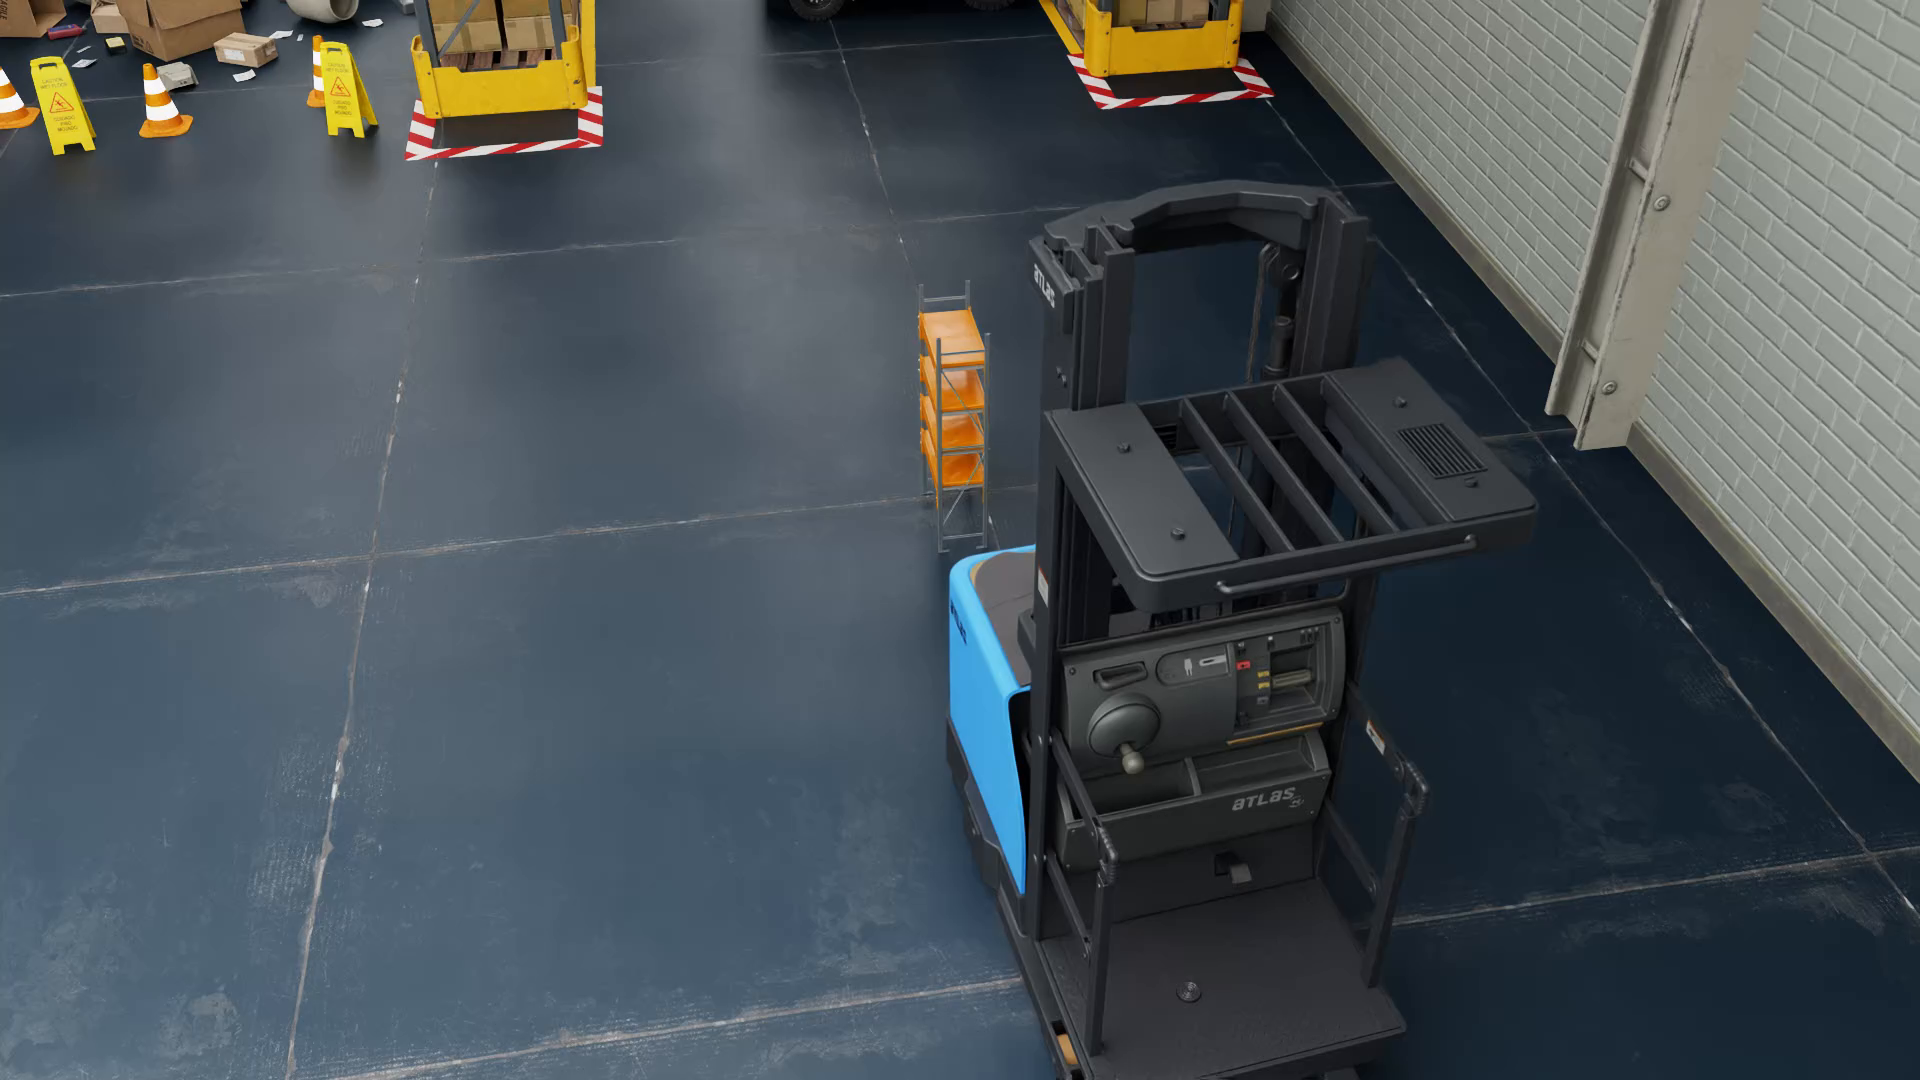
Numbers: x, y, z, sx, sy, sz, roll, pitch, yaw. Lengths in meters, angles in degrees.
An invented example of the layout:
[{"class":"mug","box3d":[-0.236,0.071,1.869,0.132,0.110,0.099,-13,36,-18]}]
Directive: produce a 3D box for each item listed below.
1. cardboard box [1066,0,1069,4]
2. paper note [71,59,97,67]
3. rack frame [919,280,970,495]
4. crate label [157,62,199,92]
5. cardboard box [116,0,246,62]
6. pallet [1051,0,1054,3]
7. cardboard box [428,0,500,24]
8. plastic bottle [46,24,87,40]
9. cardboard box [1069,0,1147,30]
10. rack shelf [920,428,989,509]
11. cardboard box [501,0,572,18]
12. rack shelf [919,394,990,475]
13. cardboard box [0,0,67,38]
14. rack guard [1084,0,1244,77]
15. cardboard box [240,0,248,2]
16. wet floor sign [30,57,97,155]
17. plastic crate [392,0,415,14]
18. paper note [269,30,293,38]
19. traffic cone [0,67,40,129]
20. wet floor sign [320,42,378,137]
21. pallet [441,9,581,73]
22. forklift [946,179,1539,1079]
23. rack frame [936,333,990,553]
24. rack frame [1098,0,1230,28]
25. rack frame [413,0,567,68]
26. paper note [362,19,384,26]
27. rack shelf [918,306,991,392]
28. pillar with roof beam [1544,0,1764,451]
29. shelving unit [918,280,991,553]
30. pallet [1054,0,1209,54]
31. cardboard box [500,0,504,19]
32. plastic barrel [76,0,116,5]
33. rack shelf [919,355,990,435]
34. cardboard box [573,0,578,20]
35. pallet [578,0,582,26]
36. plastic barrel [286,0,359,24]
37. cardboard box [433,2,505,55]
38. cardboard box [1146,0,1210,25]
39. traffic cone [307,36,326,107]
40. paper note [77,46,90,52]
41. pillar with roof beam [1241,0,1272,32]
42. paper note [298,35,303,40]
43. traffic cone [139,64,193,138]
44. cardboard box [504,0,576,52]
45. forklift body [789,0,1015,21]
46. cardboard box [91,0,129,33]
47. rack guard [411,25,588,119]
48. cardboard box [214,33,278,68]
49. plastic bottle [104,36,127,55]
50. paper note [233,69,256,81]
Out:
[{"class":"cardboard box","box3d":[1.080,-4.530,13.434,0.500,0.250,0.500,-6,38,-8]},{"class":"paper note","box3d":[-6.786,-3.700,12.889,0.144,0.017,0.142,6,38,8]},{"class":"rack frame","box3d":[-0.072,-0.721,8.100,0.240,1.200,0.015,-6,38,-8]},{"class":"crate label","box3d":[-5.912,-3.496,12.539,0.250,0.136,0.298,-27,45,-31]},{"class":"cardboard box","box3d":[-6.135,-4.165,13.101,0.637,0.503,0.797,27,45,30]},{"class":"pallet","box3d":[1.166,-4.990,14.401,1.003,0.211,1.213,-6,38,-8]},{"class":"cardboard box","box3d":[-3.732,-4.194,12.391,0.500,0.500,0.500,-6,38,-8]},{"class":"plastic bottle","box3d":[-7.175,-4.090,13.365,0.283,0.061,0.133,-20,42,-23]},{"class":"cardboard box","box3d":[1.158,-4.228,13.046,0.500,0.250,0.500,-6,38,-8]},{"class":"rack shelf","box3d":[-0.029,-0.364,8.074,0.258,0.148,0.480,-6,38,-8]},{"class":"cardboard box","box3d":[-3.208,-4.270,12.488,0.500,0.500,0.500,-7,38,-9]},{"class":"rack shelf","box3d":[-0.029,-0.521,7.952,0.258,0.148,0.480,-6,38,-8]},{"class":"cardboard box","box3d":[-7.609,-4.371,13.367,0.500,0.500,0.500,0,38,0]},{"class":"rack guard","box3d":[1.556,-3.897,12.758,1.175,0.500,0.348,-6,38,-8]},{"class":"cardboard box","box3d":[-6.307,-4.783,13.785,0.797,0.637,0.503,-6,38,-8]},{"class":"wet floor sign","box3d":[-6.236,-3.035,11.530,0.267,0.644,0.232,-13,40,-16]},{"class":"plastic crate","box3d":[-4.568,-4.589,13.991,0.402,0.080,0.583,-20,42,-23]},{"class":"paper note","box3d":[-5.461,-4.071,13.375,0.148,0.019,0.142,6,38,8]},{"class":"traffic cone","box3d":[-6.885,-3.241,11.944,0.336,0.463,0.334,-6,38,-8]},{"class":"wet floor sign","box3d":[-4.355,-3.203,11.746,0.267,0.644,0.232,6,38,8]},{"class":"pallet","box3d":[-3.455,-3.801,12.871,1.003,0.211,1.213,-6,38,-8]},{"class":"forklift","box3d":[0.834,0.550,5.053,1.130,2.935,3.031,-10,39,-12]},{"class":"rack frame","box3d":[0.014,-0.426,7.721,0.240,1.200,0.015,-6,38,-8]},{"class":"rack frame","box3d":[1.552,-4.898,12.010,1.000,3.000,0.127,-6,38,-8]},{"class":"rack frame","box3d":[-3.334,-4.362,11.320,1.000,3.000,0.127,-6,38,-8]},{"class":"paper note","box3d":[-4.787,-4.222,13.559,0.142,0.019,0.148,-20,42,-23]},{"class":"rack shelf","box3d":[-0.029,-0.884,7.669,0.258,0.148,0.480,-6,38,-8]},{"class":"pillar with roof beam","box3d":[-0.869,-3.698,5.575,9.100,9.000,0.400,-6,38,-8]},{"class":"shelving unit","box3d":[-0.029,-0.574,7.911,0.258,1.200,0.503,-6,38,-8]},{"class":"pallet","box3d":[1.376,-4.255,13.454,1.003,0.211,1.213,-6,38,-8]},{"class":"cardboard box","box3d":[-3.824,-4.215,13.030,0.500,0.250,0.500,-6,38,-8]},{"class":"plastic barrel","box3d":[-7.182,-4.647,13.787,0.512,0.421,0.421,19,42,23]},{"class":"rack shelf","box3d":[-0.029,-0.697,7.815,0.258,0.148,0.480,-6,38,-8]},{"class":"cardboard box","box3d":[-3.286,-4.268,13.098,0.500,0.250,0.500,-5,38,-6]},{"class":"pallet","box3d":[-3.666,-4.537,13.818,1.003,0.211,1.213,-6,38,-8]},{"class":"plastic barrel","box3d":[-5.187,-4.430,13.507,0.512,0.421,0.421,19,42,23]},{"class":"cardboard box","box3d":[-3.745,-3.916,12.645,0.500,0.250,0.500,-6,38,-8]},{"class":"cardboard box","box3d":[1.658,-4.296,13.134,0.500,0.250,0.500,-6,38,-8]},{"class":"traffic cone","box3d":[-4.680,-3.481,12.254,0.336,0.463,0.334,-6,38,-8]},{"class":"paper note","box3d":[-6.918,-3.874,13.129,0.032,0.001,0.123,13,40,16]},{"class":"pillar with roof beam","box3d":[-1.921,-7.322,10.240,9.100,9.000,0.400,-6,38,-8]},{"class":"paper note","box3d":[-5.286,-4.028,13.326,0.032,0.001,0.123,-6,38,-8]},{"class":"traffic cone","box3d":[-5.713,-3.157,11.836,0.336,0.463,0.334,-6,38,-8]},{"class":"cardboard box","box3d":[-3.204,-3.959,12.700,0.500,0.250,0.500,-7,38,-8]},{"class":"forklift body","box3d":[-0.577,-5.512,13.492,2.313,2.155,1.214,-6,38,-8]},{"class":"cardboard box","box3d":[-6.777,-4.265,13.423,0.396,0.266,0.258,0,38,0]},{"class":"rack guard","box3d":[-3.348,-3.421,12.146,1.175,0.500,0.348,-6,38,-8]},{"class":"cardboard box","box3d":[-5.553,-3.810,12.933,0.380,0.149,0.250,13,40,16]},{"class":"plastic bottle","box3d":[-6.679,-3.916,13.141,0.133,0.061,0.283,-20,42,-23]},{"class":"paper note","box3d":[-5.460,-3.547,12.690,0.148,0.019,0.142,-20,42,-23]}]
